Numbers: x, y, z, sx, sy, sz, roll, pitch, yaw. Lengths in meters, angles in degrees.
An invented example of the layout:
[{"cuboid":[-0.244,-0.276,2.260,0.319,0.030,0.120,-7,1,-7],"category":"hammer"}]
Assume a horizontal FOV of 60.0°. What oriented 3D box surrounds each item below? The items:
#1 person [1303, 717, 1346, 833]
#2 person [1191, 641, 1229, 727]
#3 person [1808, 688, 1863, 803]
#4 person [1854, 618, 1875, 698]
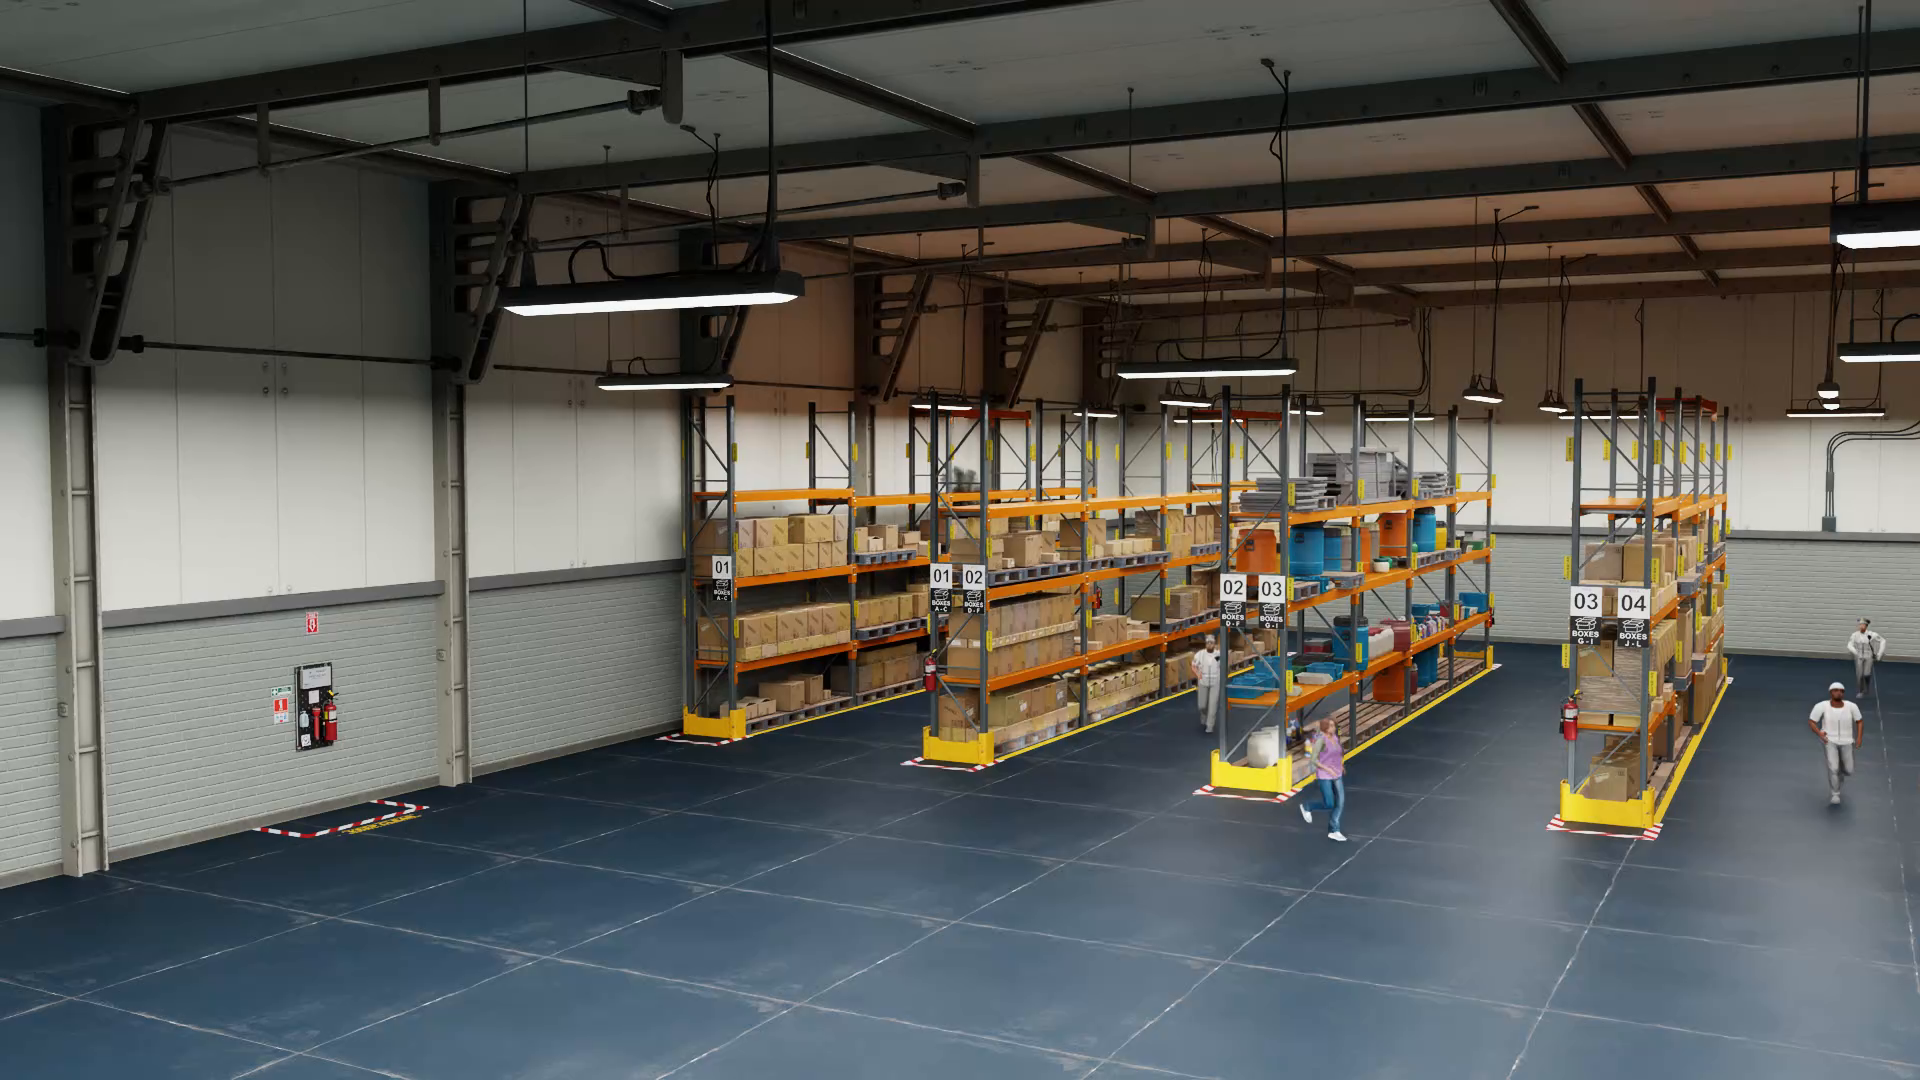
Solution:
[{"cuboid":[4.756,3.043,21.618,0.536,1.491,0.628,-2,4,-37],"category":"person"},{"cuboid":[4.479,2.551,29.811,0.664,1.593,0.586,1,3,10],"category":"person"},{"cuboid":[12.614,2.913,23.954,0.720,1.671,0.661,1,3,13],"category":"person"},{"cuboid":[18.381,2.395,33.775,0.398,1.649,0.505,3,4,40],"category":"person"}]
